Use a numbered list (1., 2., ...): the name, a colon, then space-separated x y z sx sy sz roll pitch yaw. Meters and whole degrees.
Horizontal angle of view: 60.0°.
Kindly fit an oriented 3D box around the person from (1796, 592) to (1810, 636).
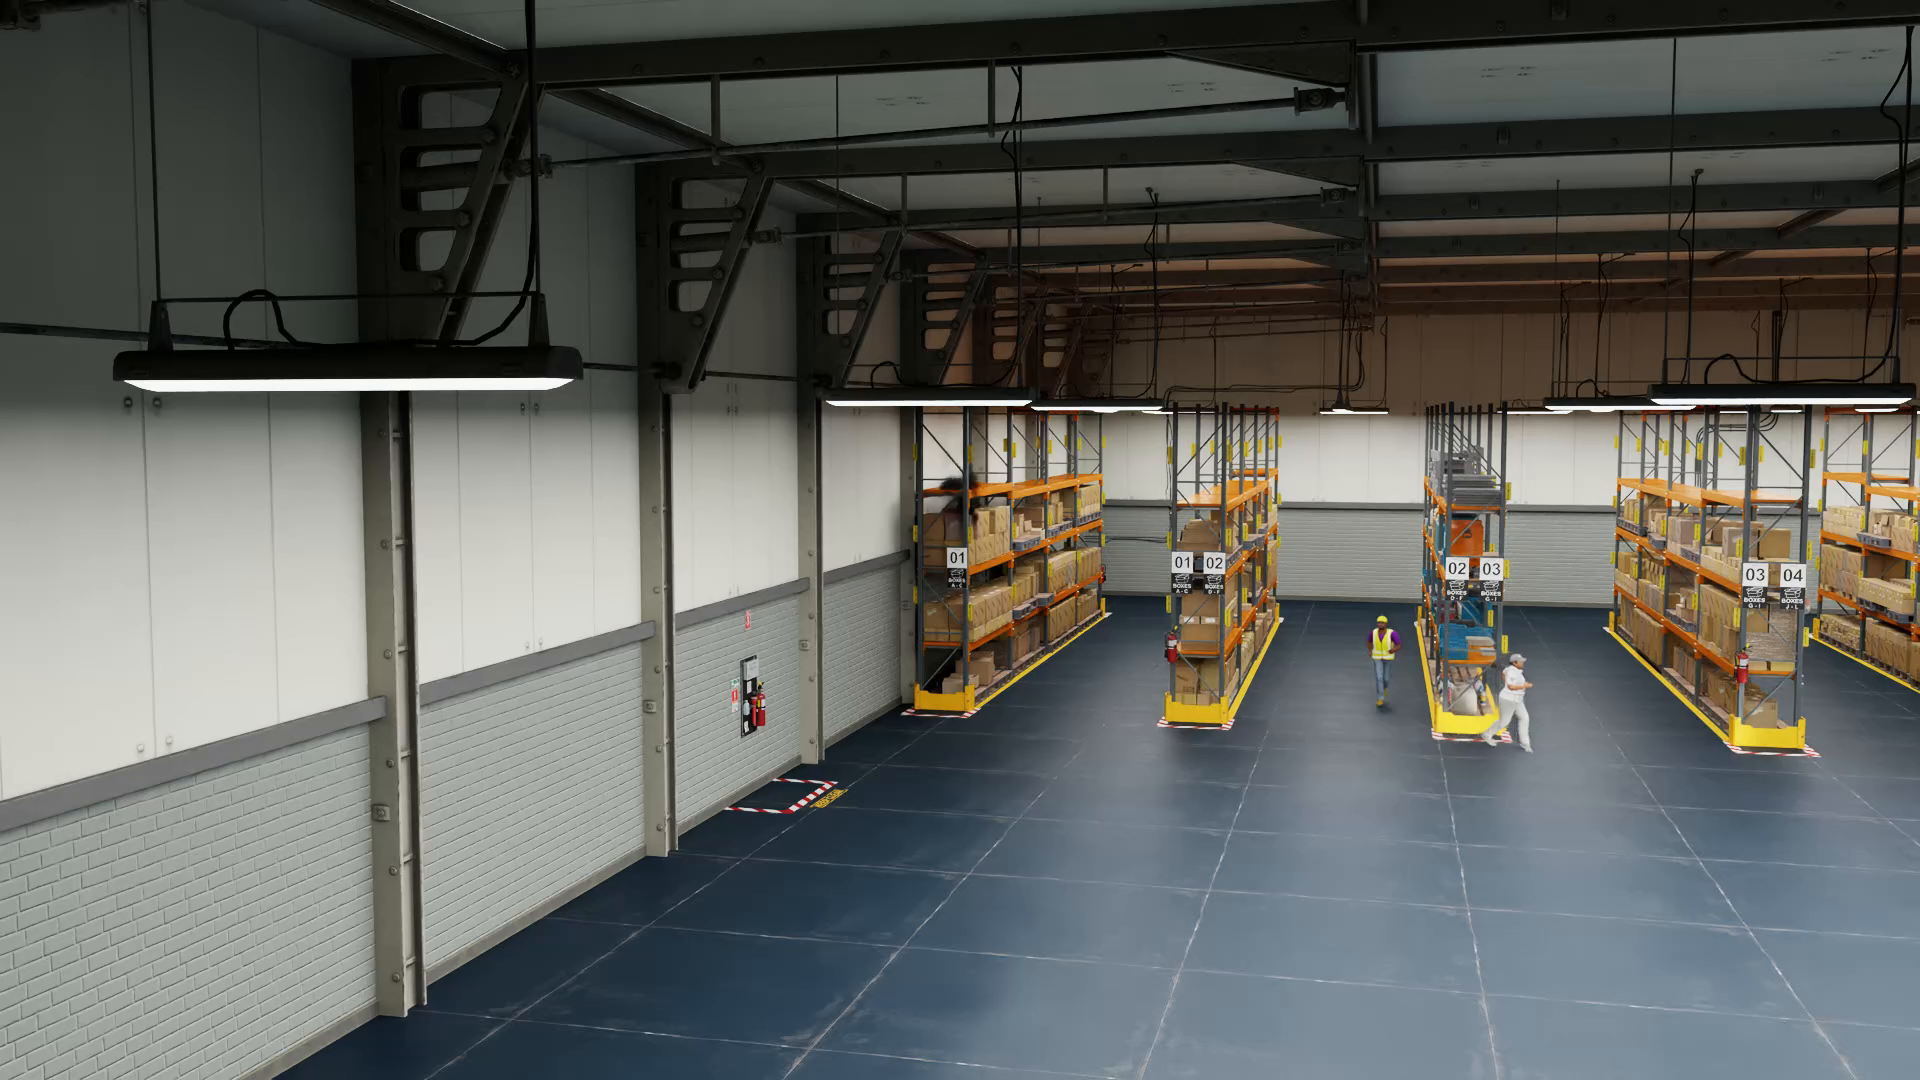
1. person: 20.305 1.842 40.432 0.667 1.793 0.914 2 5 22

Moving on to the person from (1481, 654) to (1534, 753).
1. person: 9.412 2.803 28.550 0.888 1.730 0.603 3 5 35

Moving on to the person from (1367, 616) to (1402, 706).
1. person: 8.473 2.396 33.258 0.689 1.767 0.852 1 4 19
